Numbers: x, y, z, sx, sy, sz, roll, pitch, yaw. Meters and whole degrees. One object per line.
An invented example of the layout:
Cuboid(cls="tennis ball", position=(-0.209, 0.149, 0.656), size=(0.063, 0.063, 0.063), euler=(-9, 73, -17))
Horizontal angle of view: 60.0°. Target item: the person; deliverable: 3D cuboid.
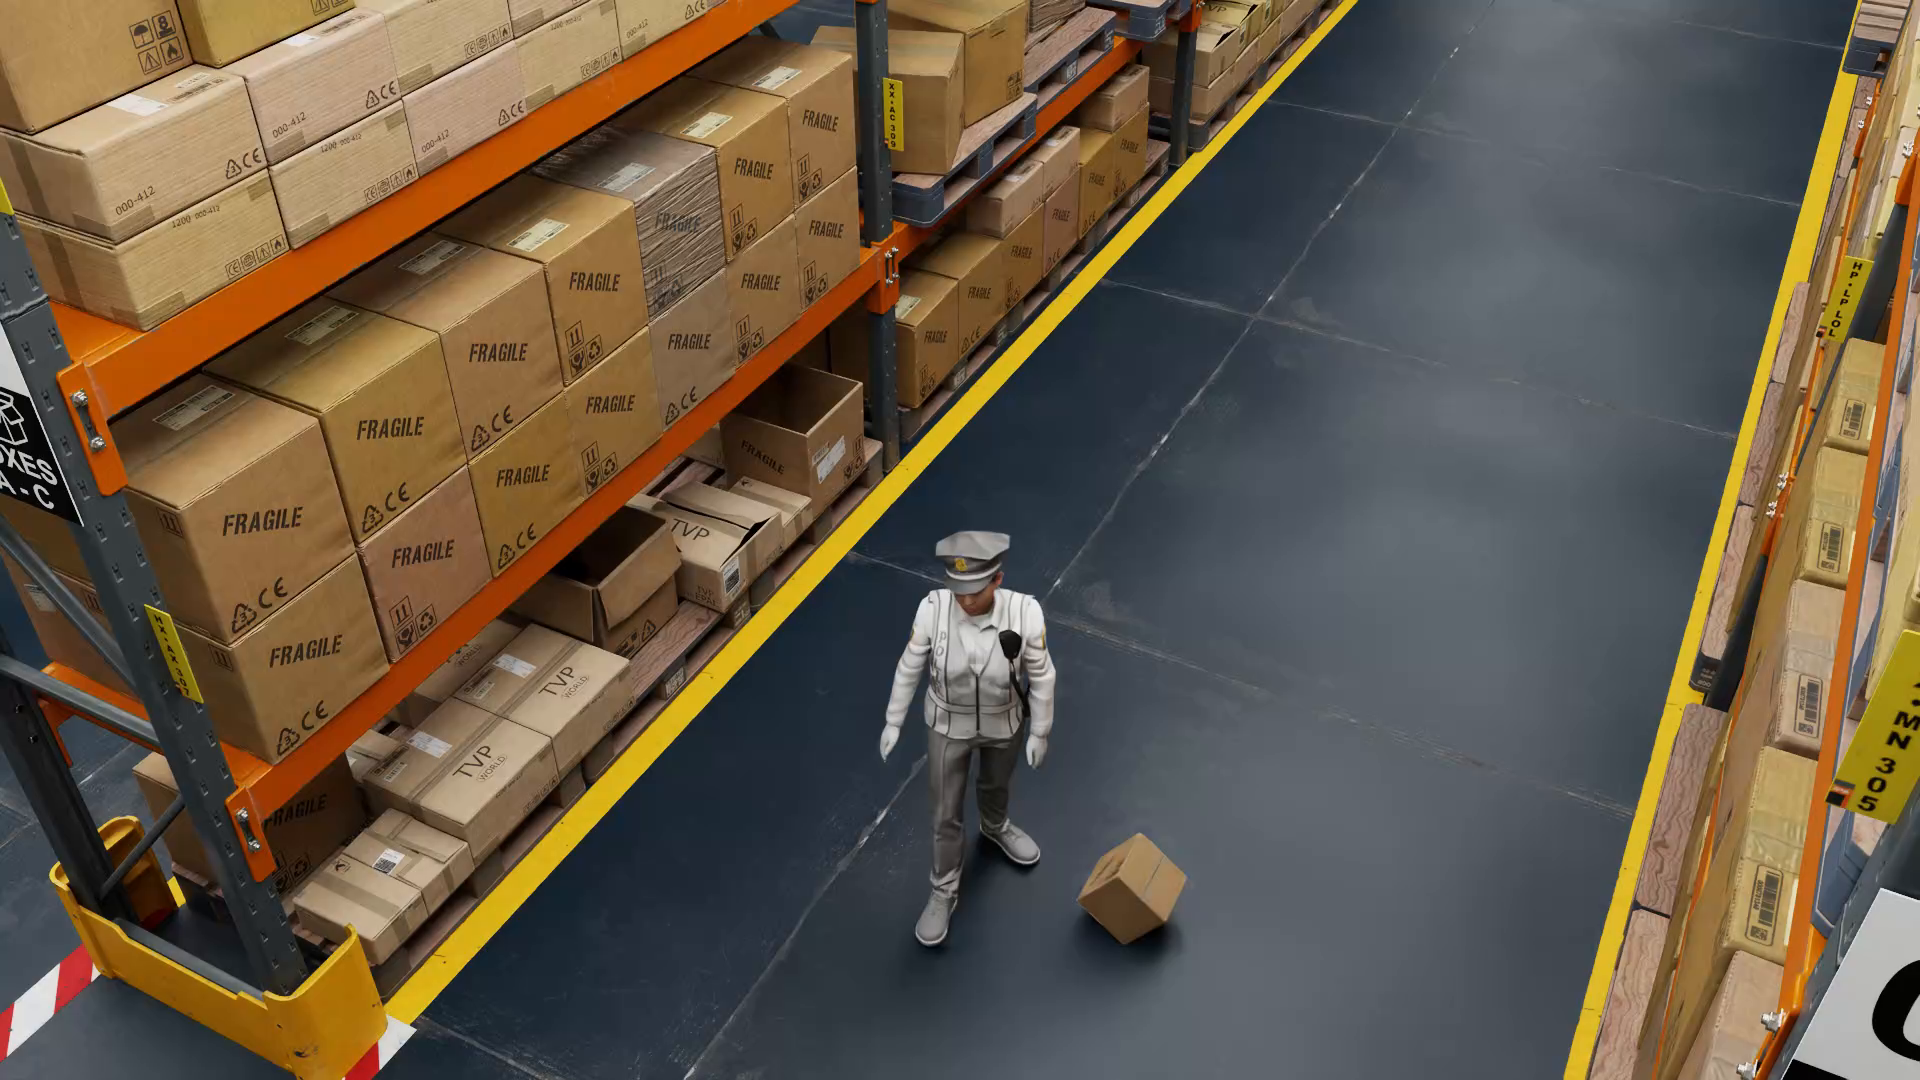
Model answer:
Cuboid(cls="person", position=(0.025, 0.668, 5.866), size=(0.620, 1.662, 0.612), euler=(-2, 38, -2))
